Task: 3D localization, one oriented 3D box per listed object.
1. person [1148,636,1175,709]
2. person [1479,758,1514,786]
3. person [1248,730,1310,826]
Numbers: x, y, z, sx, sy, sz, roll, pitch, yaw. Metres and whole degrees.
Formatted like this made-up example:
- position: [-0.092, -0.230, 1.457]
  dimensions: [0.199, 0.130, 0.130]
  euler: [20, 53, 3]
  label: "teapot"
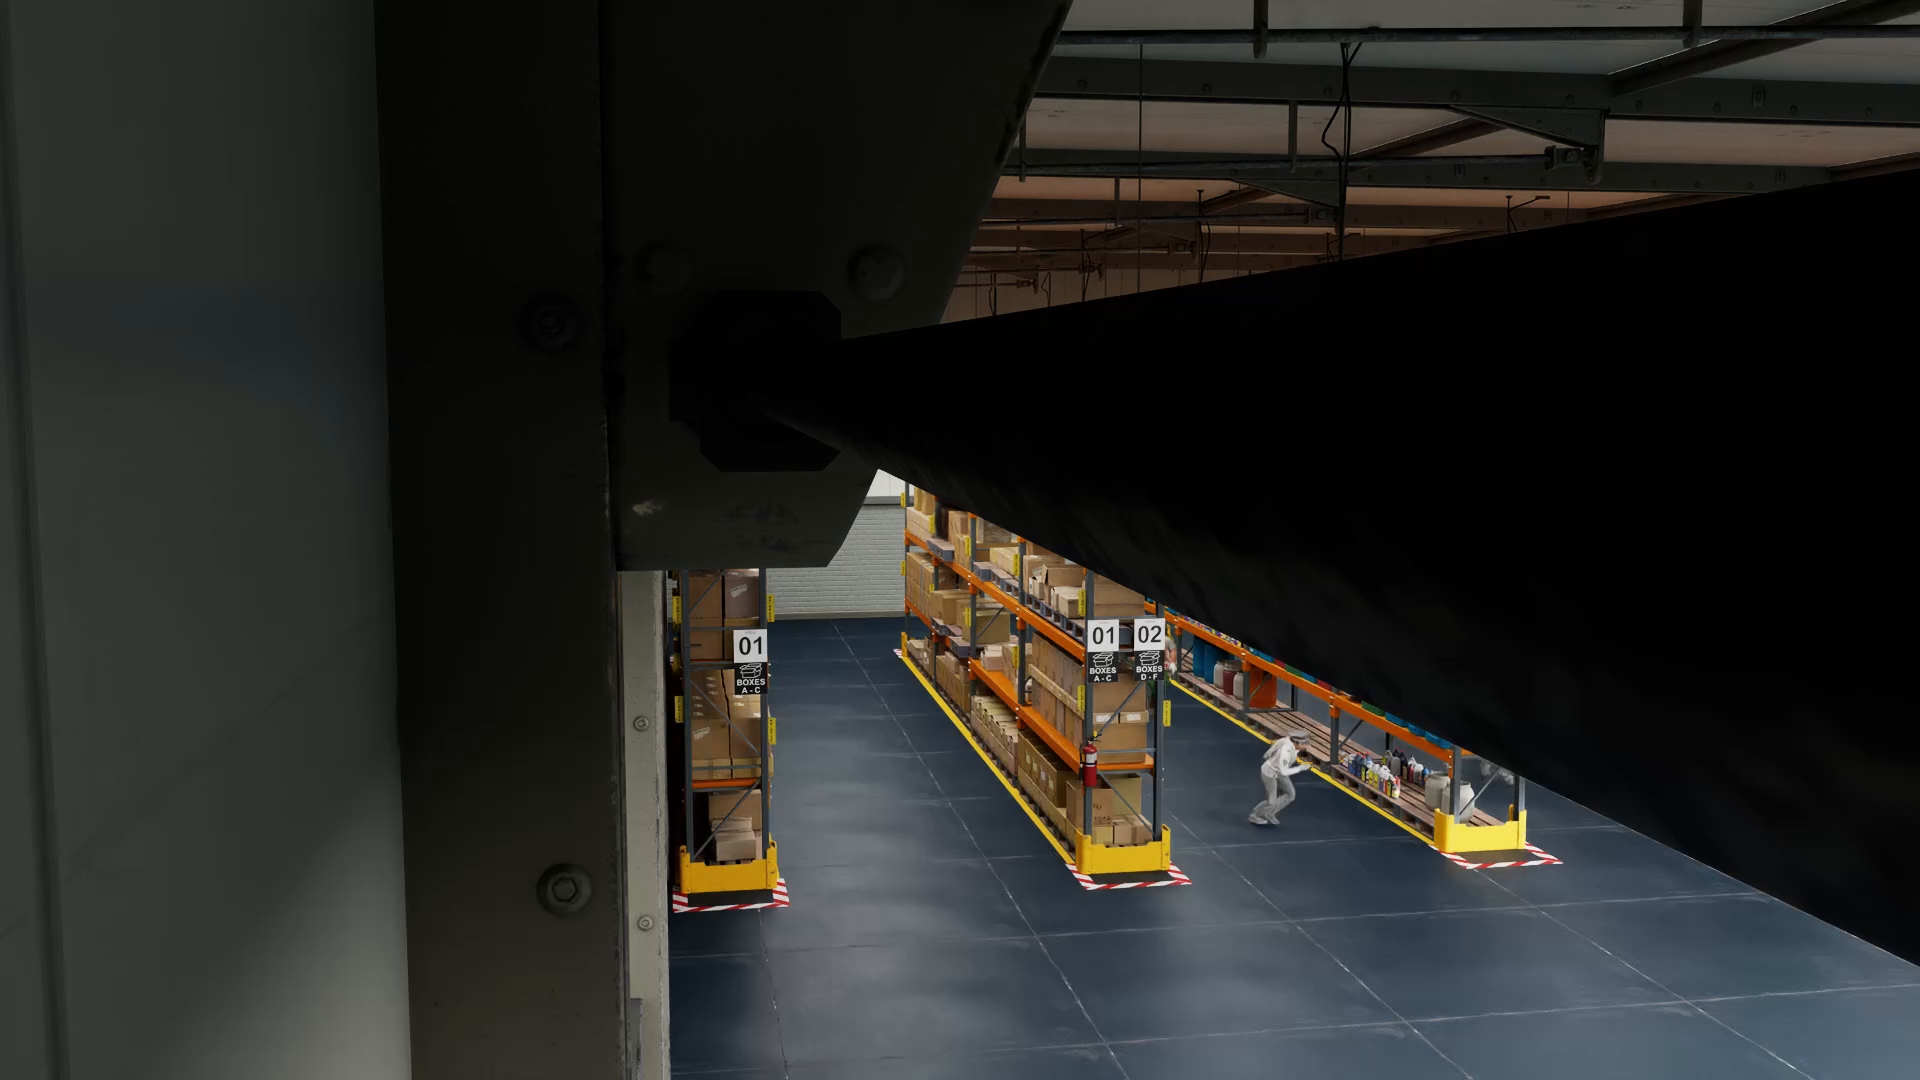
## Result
- position: [3.569, 2.334, 30.230]
  dimensions: [0.672, 1.739, 0.608]
  euler: [-1, 6, -8]
  label: "person"
- position: [8.218, 2.802, 25.232]
  dimensions: [0.685, 1.728, 1.061]
  euler: [-2, 6, -21]
  label: "person"
- position: [4.385, 3.273, 22.812]
  dimensions: [0.949, 1.420, 0.608]
  euler: [4, 7, 33]
  label: "person"
